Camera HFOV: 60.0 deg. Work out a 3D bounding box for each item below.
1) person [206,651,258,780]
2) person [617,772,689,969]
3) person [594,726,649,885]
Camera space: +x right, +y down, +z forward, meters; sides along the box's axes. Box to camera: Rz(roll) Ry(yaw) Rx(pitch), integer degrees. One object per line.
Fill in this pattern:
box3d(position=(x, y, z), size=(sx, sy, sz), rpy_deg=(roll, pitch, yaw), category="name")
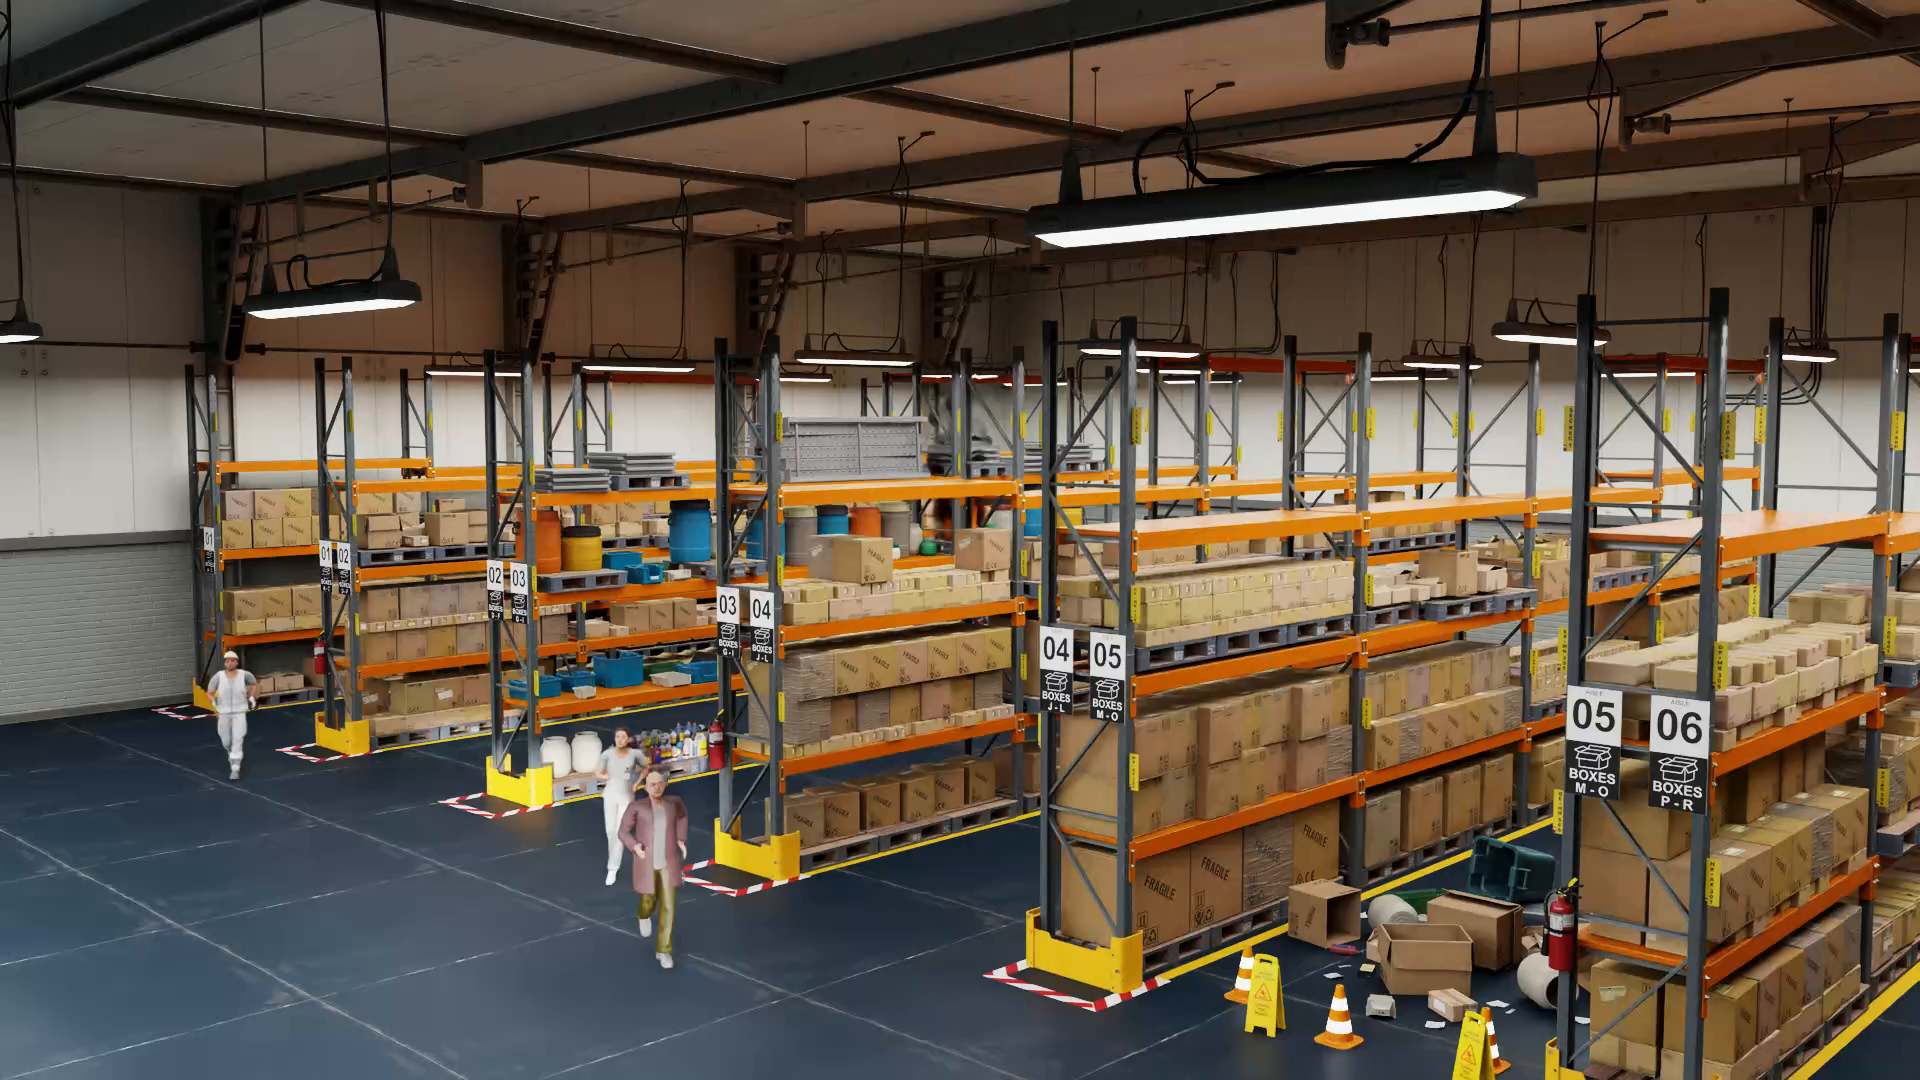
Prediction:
box3d(position=(-10.346, 2.462, 23.655), size=(0.670, 1.778, 0.953), rpy_deg=(-2, 5, -20), category="person")
box3d(position=(-2.889, 3.074, 15.786), size=(0.713, 1.772, 1.004), rpy_deg=(-2, 5, -20), category="person")
box3d(position=(-3.774, 2.912, 18.547), size=(0.571, 1.713, 0.782), rpy_deg=(0, 4, 2), category="person")
